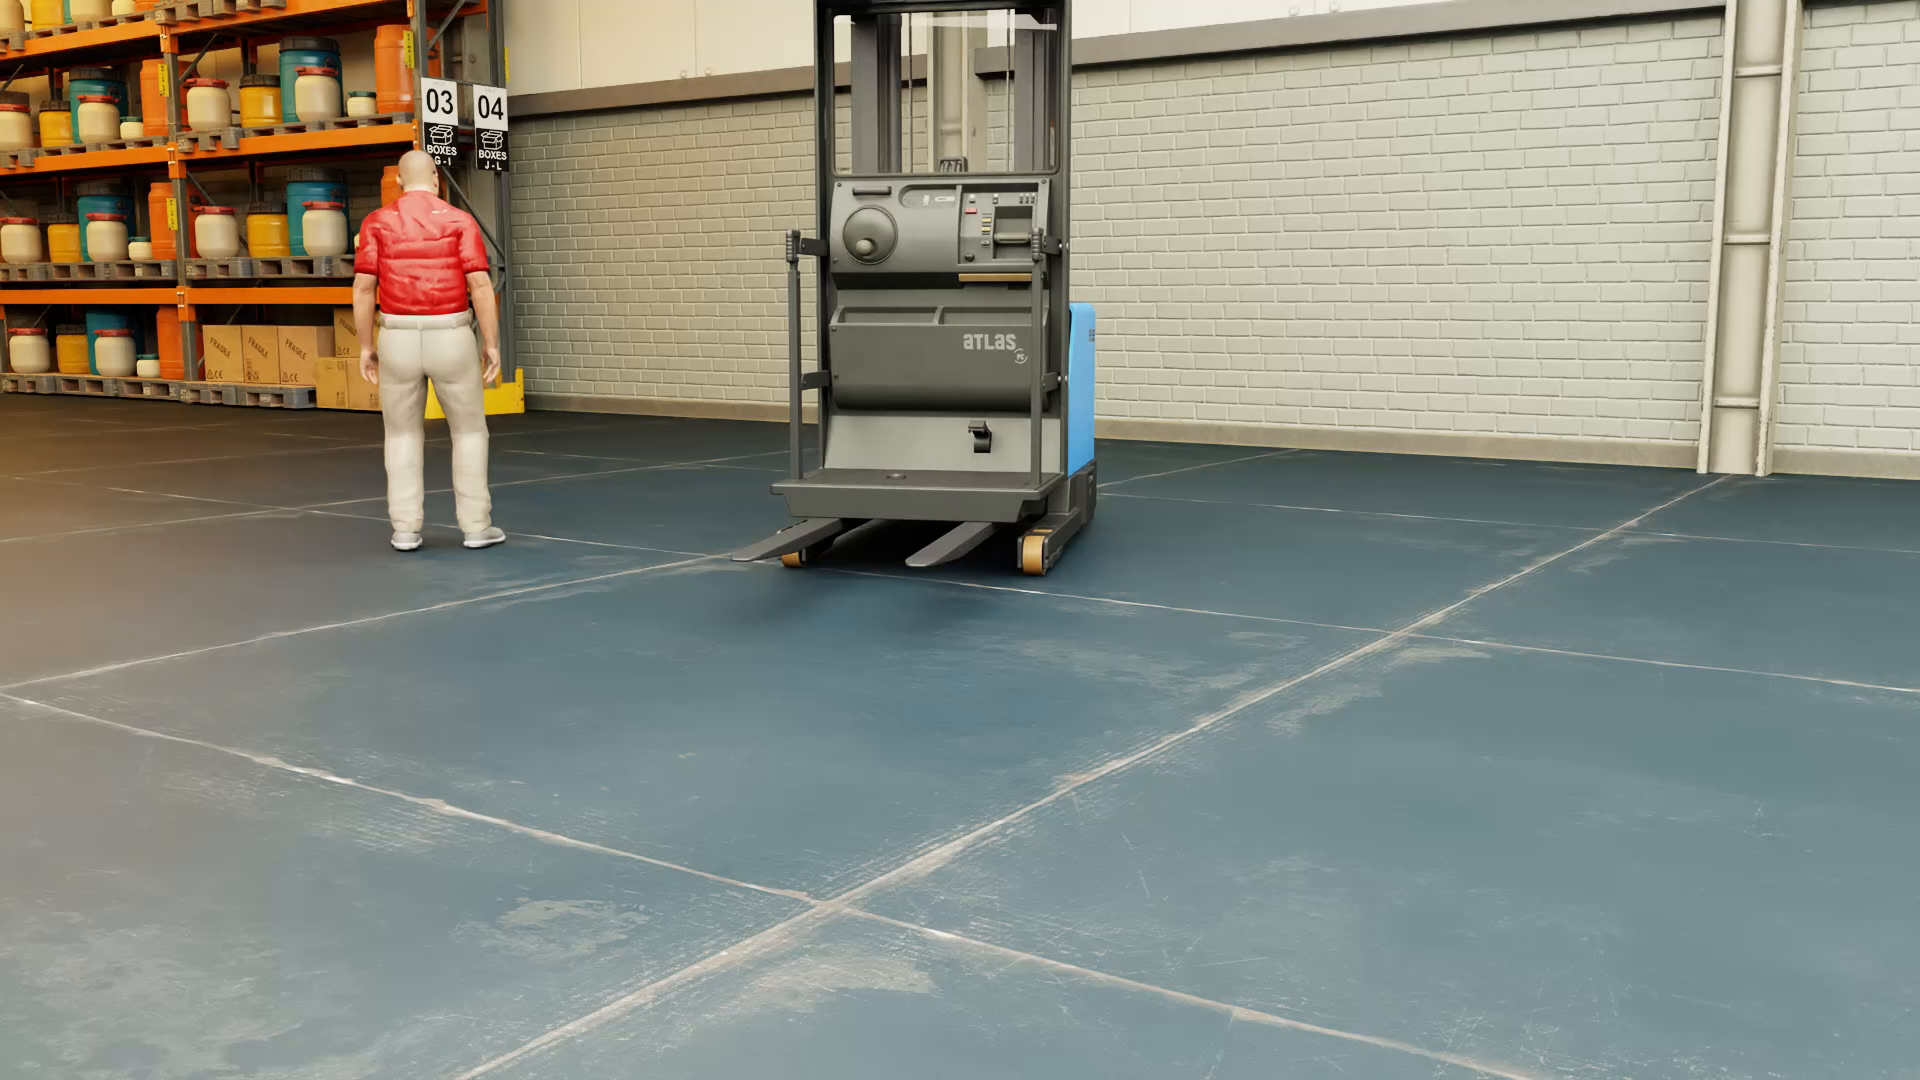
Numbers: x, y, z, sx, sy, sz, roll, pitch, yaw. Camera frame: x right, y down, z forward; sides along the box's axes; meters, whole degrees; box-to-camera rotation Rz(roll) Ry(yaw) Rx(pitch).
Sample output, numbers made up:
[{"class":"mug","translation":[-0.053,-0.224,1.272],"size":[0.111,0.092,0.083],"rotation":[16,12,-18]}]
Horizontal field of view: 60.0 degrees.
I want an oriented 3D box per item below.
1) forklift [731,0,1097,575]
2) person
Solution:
[{"class":"forklift","translation":[-0.129,-1.365,6.789],"size":[1.130,2.935,3.031],"rotation":[2,8,12]},{"class":"person","translation":[-2.319,-0.824,7.265],"size":[0.599,1.725,0.402],"rotation":[-1,8,-8]}]
